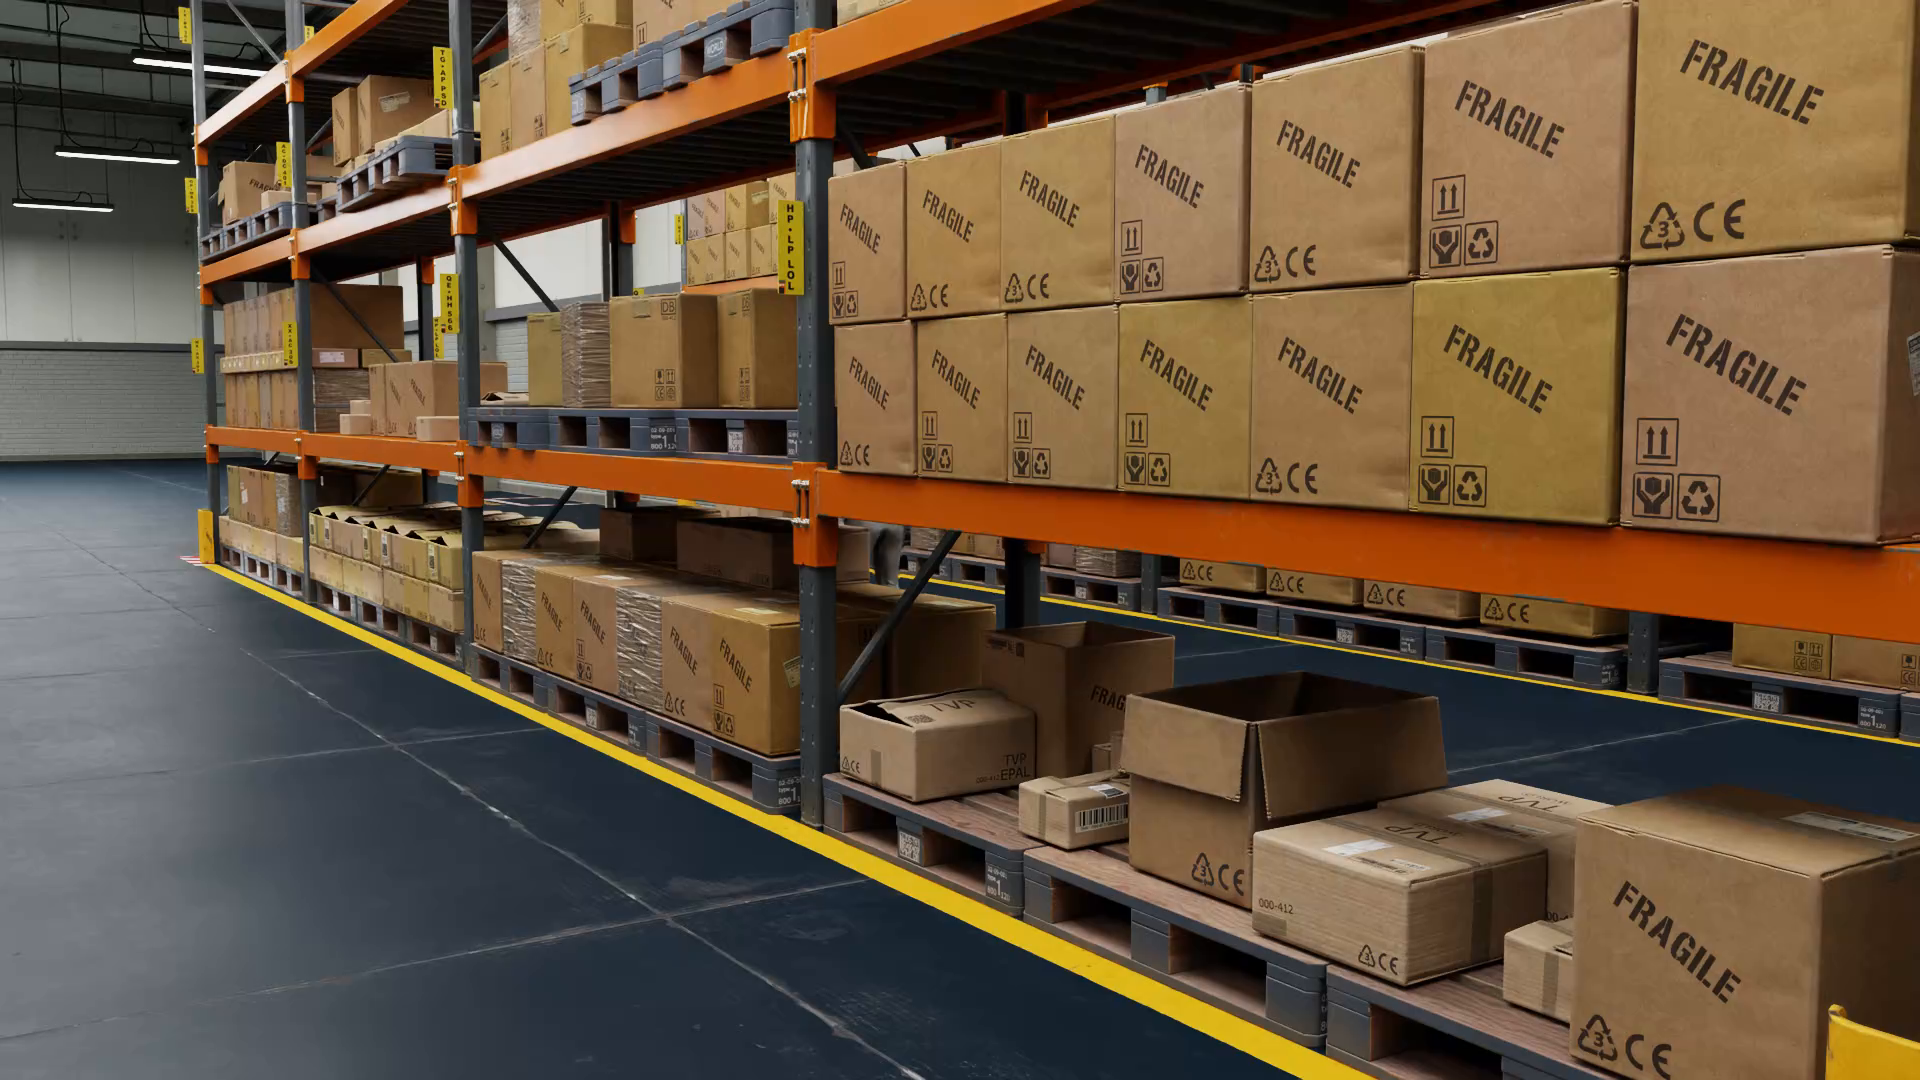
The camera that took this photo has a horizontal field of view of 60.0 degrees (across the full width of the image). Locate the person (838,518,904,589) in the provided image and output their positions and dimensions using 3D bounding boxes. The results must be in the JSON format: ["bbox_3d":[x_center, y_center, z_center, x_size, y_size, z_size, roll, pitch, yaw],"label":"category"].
[{"bbox_3d":[-0.517,-0.067,9.446,0.475,1.661,0.327,-3,6,-33],"label":"person"}]
